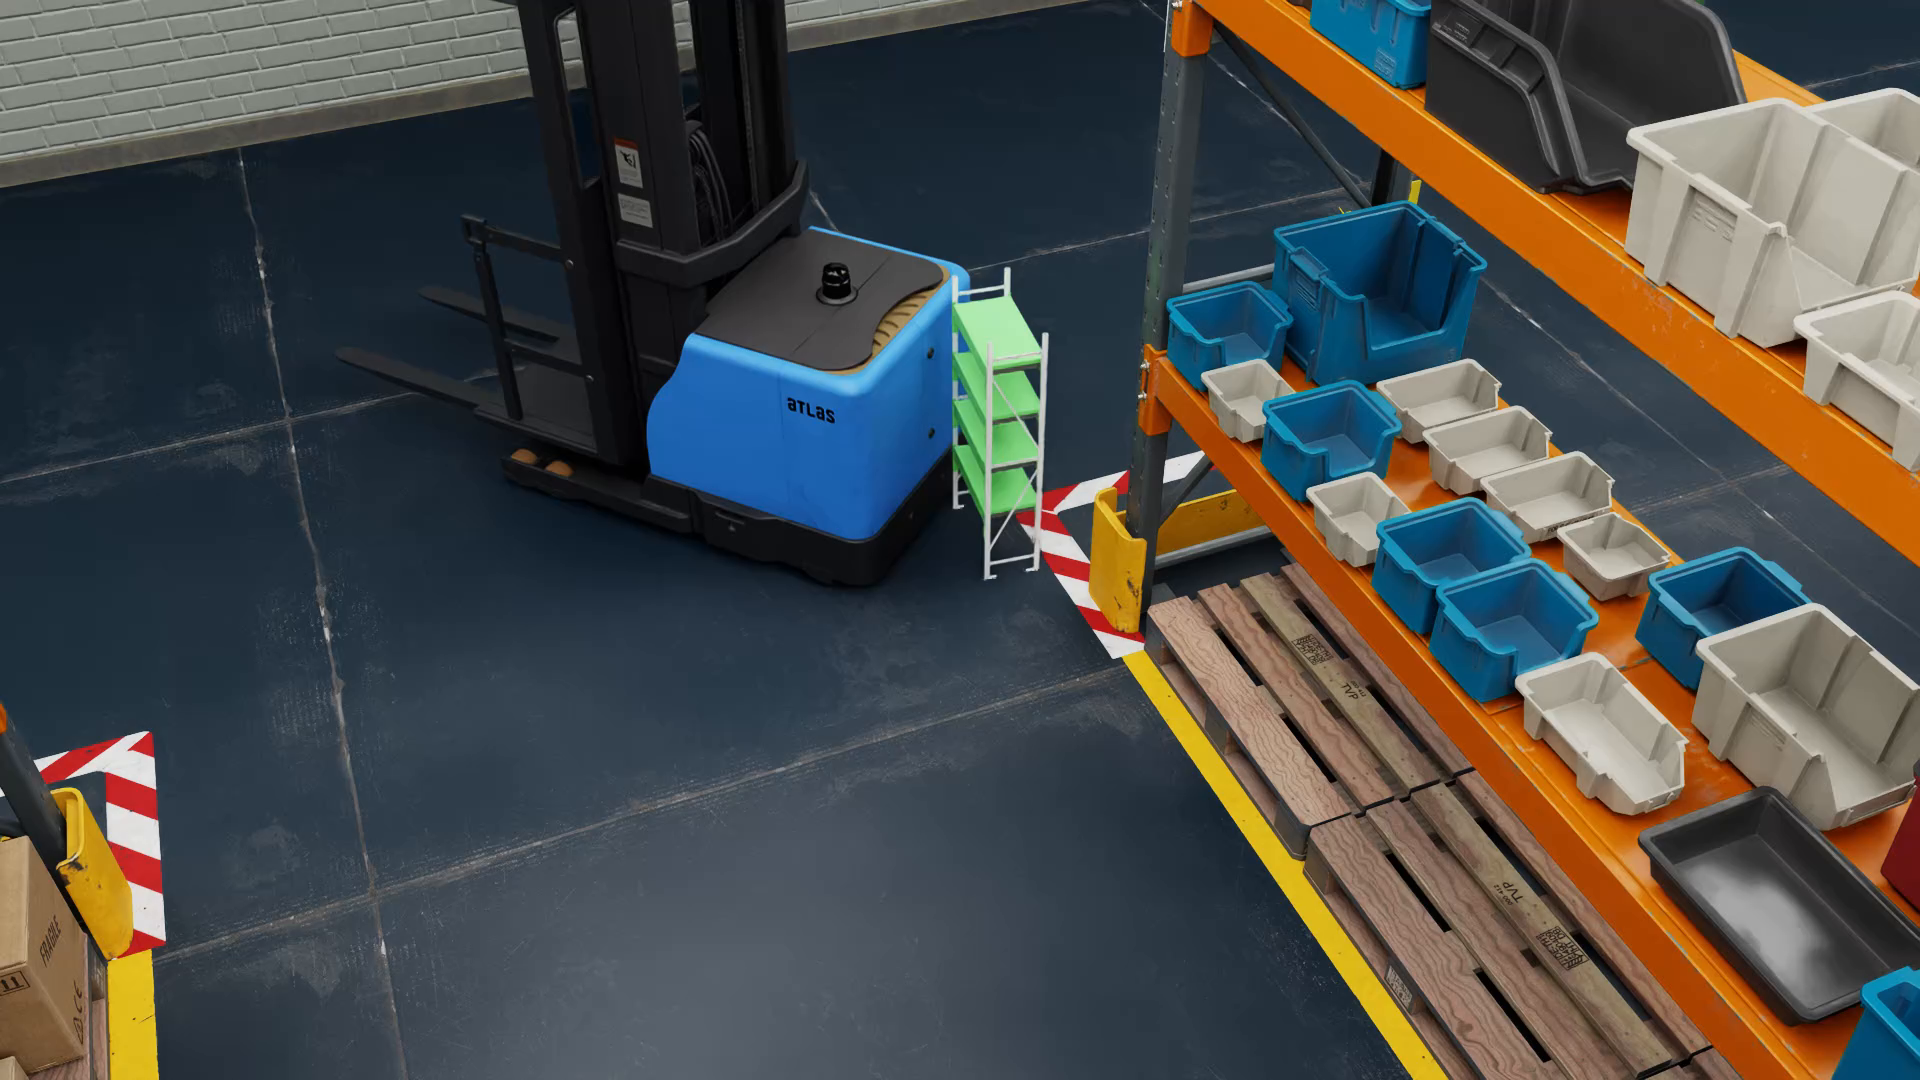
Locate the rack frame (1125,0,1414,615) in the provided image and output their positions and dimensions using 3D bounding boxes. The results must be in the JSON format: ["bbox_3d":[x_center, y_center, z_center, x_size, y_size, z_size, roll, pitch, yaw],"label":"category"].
[{"bbox_3d":[1.147,-0.978,6.087,1.000,3.000,0.127,-15,43,-17],"label":"rack frame"}]

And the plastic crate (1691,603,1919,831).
[{"bbox_3d":[2.264,0.487,4.427,0.437,0.282,0.530,-15,43,-17],"label":"plastic crate"}]

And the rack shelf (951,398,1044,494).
[{"bbox_3d":[0.152,-0.414,6.909,0.258,0.148,0.480,-11,42,-12],"label":"rack shelf"}]

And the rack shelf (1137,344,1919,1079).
[{"bbox_3d":[1.913,0.499,4.921,1.077,0.370,4.000,-15,43,-17],"label":"rack shelf"}]

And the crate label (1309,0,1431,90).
[{"bbox_3d":[1.202,-1.423,4.418,0.408,0.251,0.502,-15,43,-17],"label":"crate label"}]

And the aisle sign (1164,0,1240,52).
[{"bbox_3d":[0.845,-1.933,5.204,0.394,0.787,0.004,-15,43,-17],"label":"aisle sign"}]

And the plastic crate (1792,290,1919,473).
[{"bbox_3d":[1.840,-0.277,3.174,0.293,0.136,0.466,-15,43,-17],"label":"plastic crate"}]

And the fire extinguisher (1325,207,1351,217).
[{"bbox_3d":[1.510,-1.012,6.472,0.296,0.674,0.183,-15,43,-17],"label":"fire extinguisher"}]

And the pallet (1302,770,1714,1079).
[{"bbox_3d":[1.890,1.319,5.554,1.003,0.211,1.213,-15,43,-17],"label":"pallet"}]

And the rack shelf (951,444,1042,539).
[{"bbox_3d":[0.152,-0.232,7.065,0.258,0.148,0.480,-11,42,-12],"label":"rack shelf"}]

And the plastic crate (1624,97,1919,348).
[{"bbox_3d":[1.710,-0.659,3.506,0.437,0.282,0.530,-15,43,-17],"label":"plastic crate"}]

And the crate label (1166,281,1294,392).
[{"bbox_3d":[0.938,-0.707,5.854,0.416,0.233,0.303,-15,43,-17],"label":"crate label"}]

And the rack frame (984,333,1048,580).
[{"bbox_3d":[0.219,-0.309,6.689,0.240,1.200,0.015,-11,42,-12],"label":"rack frame"}]

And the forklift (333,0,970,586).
[{"bbox_3d":[-1.496,-1.587,6.848,3.031,2.935,1.130,18,44,20],"label":"forklift"}]

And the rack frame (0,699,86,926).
[{"bbox_3d":[-3.430,0.255,4.653,1.000,3.000,0.127,-15,43,-17],"label":"rack frame"}]

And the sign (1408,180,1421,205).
[{"bbox_3d":[1.649,-1.187,6.205,0.100,0.325,0.005,-15,43,-17],"label":"sign"}]

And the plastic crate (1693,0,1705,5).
[{"bbox_3d":[1.789,-1.513,4.570,0.450,0.188,0.336,-15,43,-17],"label":"plastic crate"}]

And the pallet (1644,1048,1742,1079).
[{"bbox_3d":[2.361,2.055,4.698,1.003,0.211,1.213,-15,43,-17],"label":"pallet"}]

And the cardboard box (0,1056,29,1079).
[{"bbox_3d":[-2.923,1.695,4.814,0.380,0.166,0.250,-15,43,-17],"label":"cardboard box"}]

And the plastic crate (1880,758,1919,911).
[{"bbox_3d":[2.568,0.784,3.943,0.402,0.464,0.583,-15,43,-17],"label":"plastic crate"}]

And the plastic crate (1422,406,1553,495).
[{"bbox_3d":[1.724,-0.277,5.428,0.396,0.136,0.243,-15,43,-17],"label":"plastic crate"}]

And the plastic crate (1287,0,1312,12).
[{"bbox_3d":[1.037,-1.765,4.801,0.497,0.269,0.590,-15,43,-17],"label":"plastic crate"}]

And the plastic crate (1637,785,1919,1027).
[{"bbox_3d":[2.001,0.905,4.061,0.437,0.125,0.590,-15,43,-17],"label":"plastic crate"}]

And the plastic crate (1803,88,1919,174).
[{"bbox_3d":[2.167,-0.833,3.820,0.437,0.136,0.530,-15,43,-17],"label":"plastic crate"}]

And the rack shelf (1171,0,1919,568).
[{"bbox_3d":[1.913,-0.638,3.943,1.077,0.370,4.000,-15,43,-17],"label":"rack shelf"}]

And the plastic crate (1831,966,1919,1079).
[{"bbox_3d":[2.184,1.218,3.499,0.392,0.384,0.575,-15,43,-17],"label":"plastic crate"}]

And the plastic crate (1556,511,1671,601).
[{"bbox_3d":[1.984,0.058,5.038,0.298,0.136,0.250,-15,43,-17],"label":"plastic crate"}]

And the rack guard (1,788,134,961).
[{"bbox_3d":[-3.401,1.249,5.415,1.175,0.500,0.348,-15,43,-17],"label":"rack guard"}]

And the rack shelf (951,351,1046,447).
[{"bbox_3d":[0.152,-0.596,6.752,0.258,0.148,0.480,-11,42,-12],"label":"rack shelf"}]

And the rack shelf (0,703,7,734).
[{"bbox_3d":[-2.665,1.733,3.486,1.077,0.370,4.000,-15,43,-17],"label":"rack shelf"}]

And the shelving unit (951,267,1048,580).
[{"bbox_3d":[0.152,-0.462,6.867,0.258,1.200,0.503,-11,42,-12],"label":"shelving unit"}]

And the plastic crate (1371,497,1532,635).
[{"bbox_3d":[1.441,0.086,4.931,0.416,0.233,0.300,-15,43,-17],"label":"plastic crate"}]

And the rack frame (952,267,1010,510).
[{"bbox_3d":[0.085,-0.615,7.045,0.240,1.200,0.015,-11,42,-12],"label":"rack frame"}]

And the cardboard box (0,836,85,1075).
[{"bbox_3d":[-2.995,1.302,5.015,0.500,0.500,0.500,-15,43,-17],"label":"cardboard box"}]

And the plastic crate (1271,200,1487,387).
[{"bbox_3d":[1.448,-0.860,5.876,0.616,0.435,0.499,-15,43,-17],"label":"plastic crate"}]

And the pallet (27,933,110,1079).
[{"bbox_3d":[-3.095,1.838,4.951,1.003,0.211,1.213,-15,43,-17],"label":"pallet"}]

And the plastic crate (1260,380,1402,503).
[{"bbox_3d":[1.190,-0.310,5.393,0.416,0.233,0.300,-15,43,-17],"label":"plastic crate"}]

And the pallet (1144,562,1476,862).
[{"bbox_3d":[1.427,0.585,6.407,1.003,0.211,1.213,-15,43,-17],"label":"pallet"}]

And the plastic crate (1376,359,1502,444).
[{"bbox_3d":[1.627,-0.455,5.635,0.396,0.136,0.243,-15,43,-17],"label":"plastic crate"}]

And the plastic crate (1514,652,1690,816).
[{"bbox_3d":[1.734,0.534,4.484,0.293,0.136,0.466,-15,43,-17],"label":"plastic crate"}]

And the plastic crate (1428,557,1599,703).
[{"bbox_3d":[1.556,0.267,4.721,0.416,0.233,0.300,-15,43,-17],"label":"plastic crate"}]

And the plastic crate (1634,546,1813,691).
[{"bbox_3d":[2.170,0.235,4.758,0.416,0.233,0.300,-15,43,-17],"label":"plastic crate"}]

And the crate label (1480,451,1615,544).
[{"bbox_3d":[1.853,-0.115,5.240,0.396,0.136,0.243,-15,43,-17],"label":"crate label"}]

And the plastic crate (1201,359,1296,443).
[{"bbox_3d":[0.984,-0.456,5.636,0.250,0.136,0.298,-15,43,-17],"label":"plastic crate"}]

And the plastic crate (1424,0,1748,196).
[{"bbox_3d":[1.478,-1.103,3.980,0.504,0.338,0.767,-15,43,-17],"label":"plastic crate"}]

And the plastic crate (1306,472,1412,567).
[{"bbox_3d":[1.244,-0.048,5.161,0.250,0.136,0.298,-15,43,-17],"label":"plastic crate"}]

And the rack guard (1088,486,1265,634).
[{"bbox_3d":[1.126,-0.042,6.915,1.175,0.500,0.348,-15,43,-17],"label":"rack guard"}]

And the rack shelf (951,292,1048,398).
[{"bbox_3d":[0.152,-0.777,6.595,0.258,0.148,0.480,-11,42,-12],"label":"rack shelf"}]
